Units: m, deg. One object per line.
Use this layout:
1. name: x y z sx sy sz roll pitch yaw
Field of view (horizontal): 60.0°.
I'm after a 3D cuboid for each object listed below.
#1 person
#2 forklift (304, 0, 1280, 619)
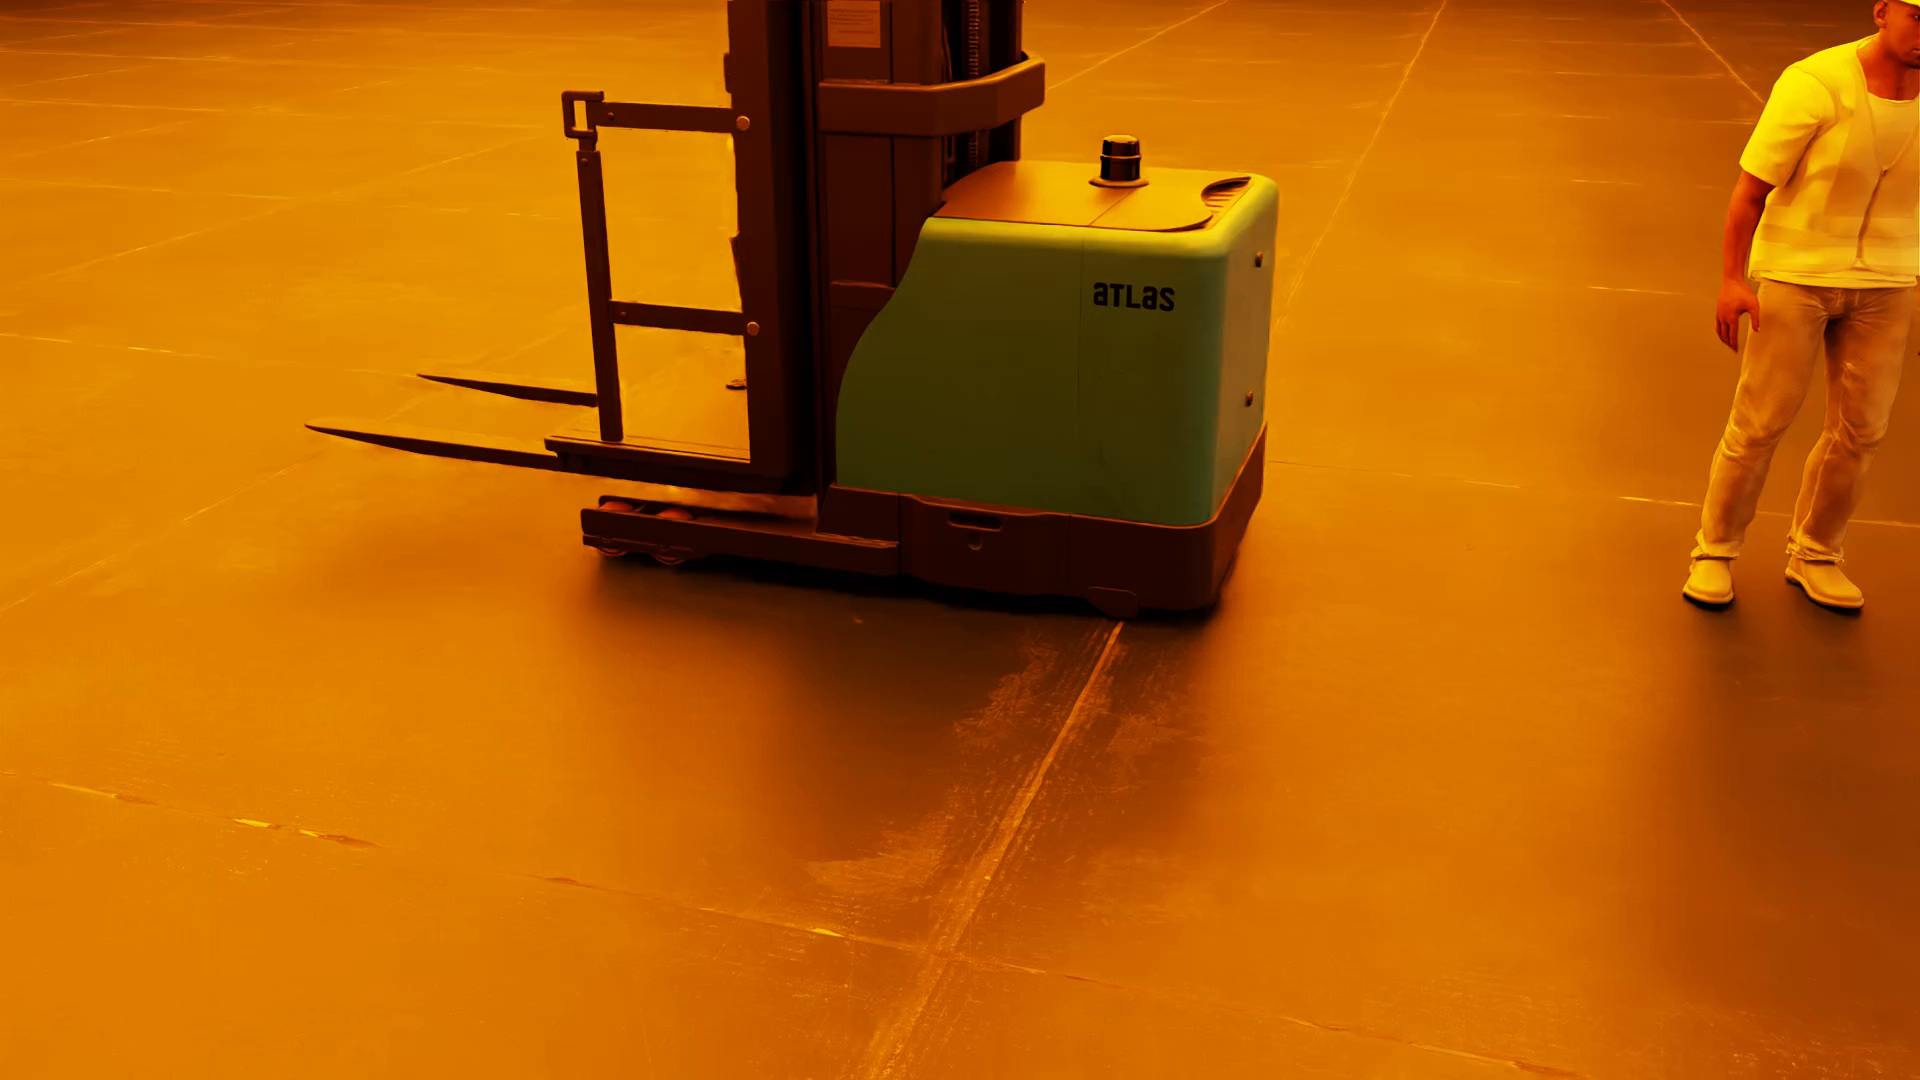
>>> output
1. person: 2.352 -0.671 4.445 0.627 1.759 0.462 2 23 4
2. forklift: -0.612 -1.462 4.821 3.031 2.935 1.130 7 24 17
